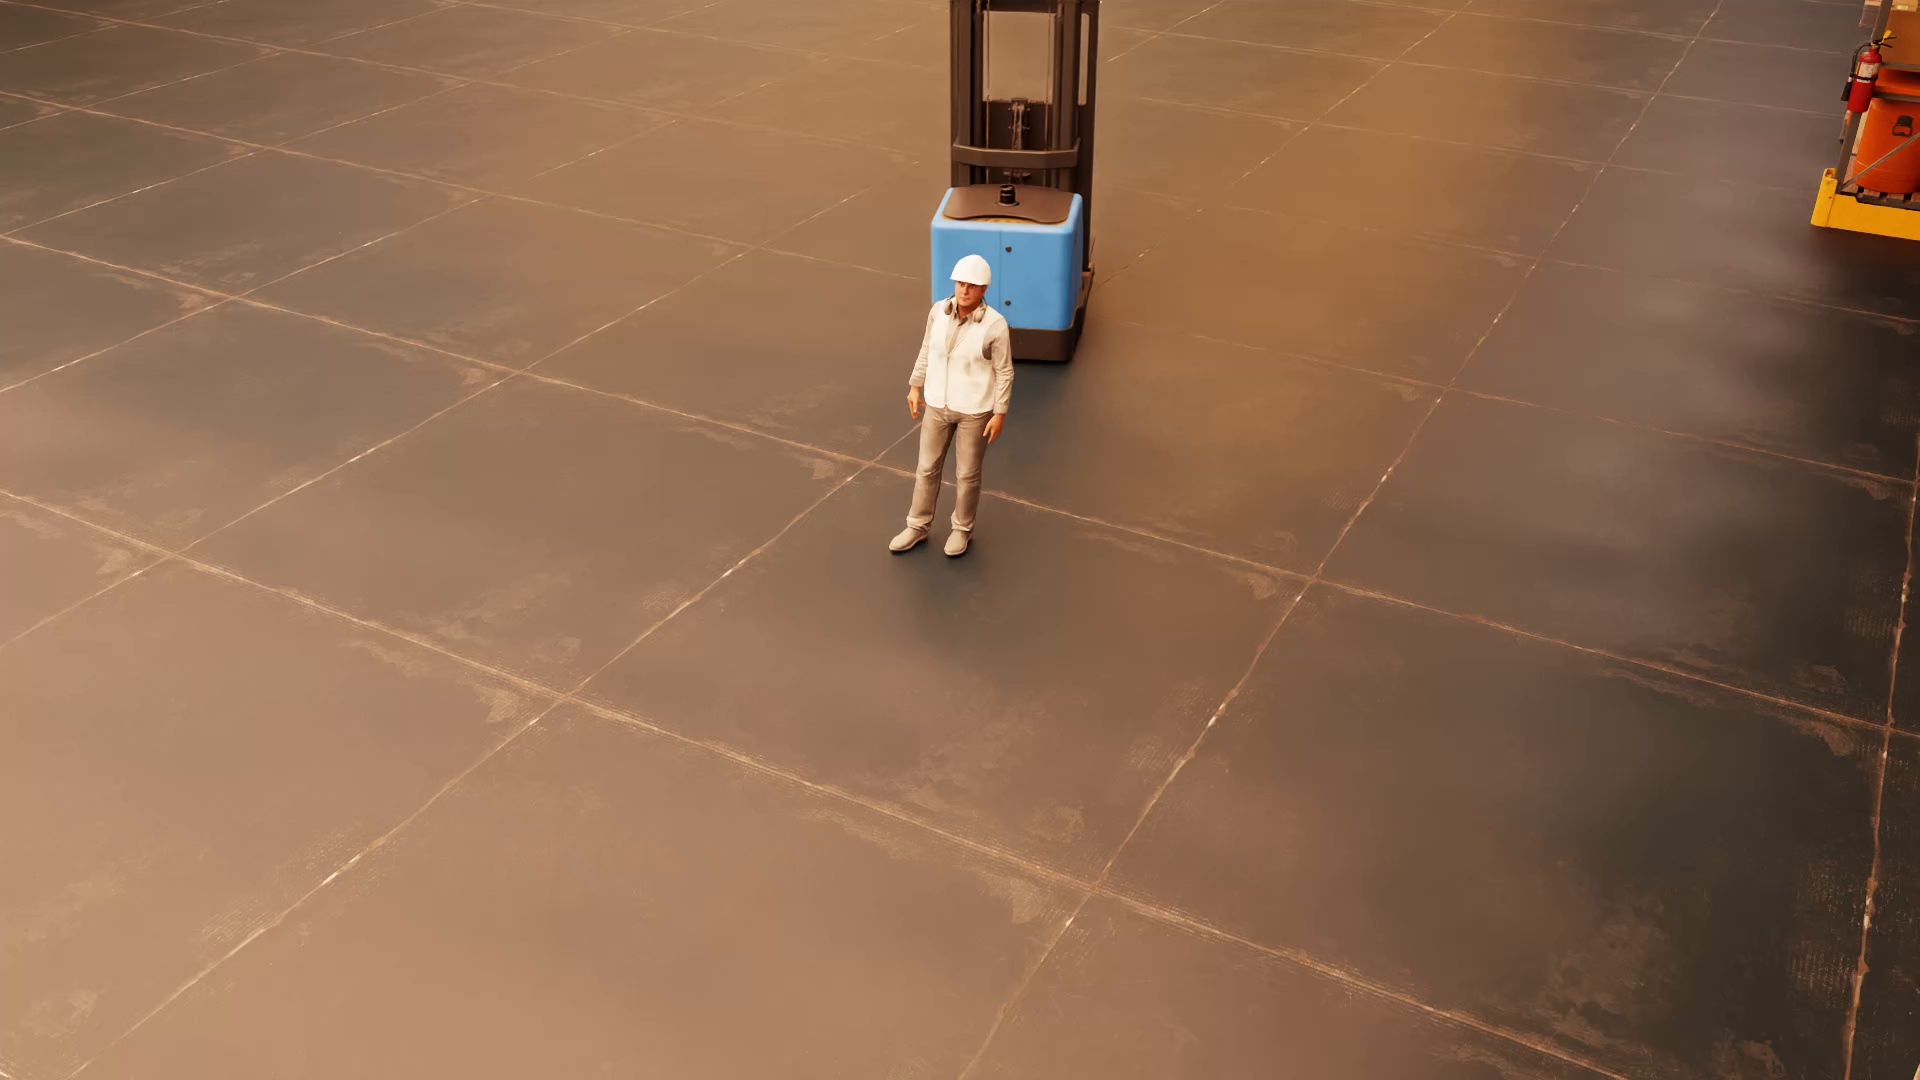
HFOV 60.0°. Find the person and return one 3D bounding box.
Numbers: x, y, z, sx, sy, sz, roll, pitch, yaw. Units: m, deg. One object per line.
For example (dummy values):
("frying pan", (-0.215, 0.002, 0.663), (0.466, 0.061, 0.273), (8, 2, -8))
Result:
("person", (-0.037, -0.749, 9.511), (0.634, 1.775, 0.566), (15, 33, 25))

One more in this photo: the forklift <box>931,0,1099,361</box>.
("forklift", (0.507, -3.291, 12.773), (1.130, 2.935, 3.031), (4, 30, 7))
